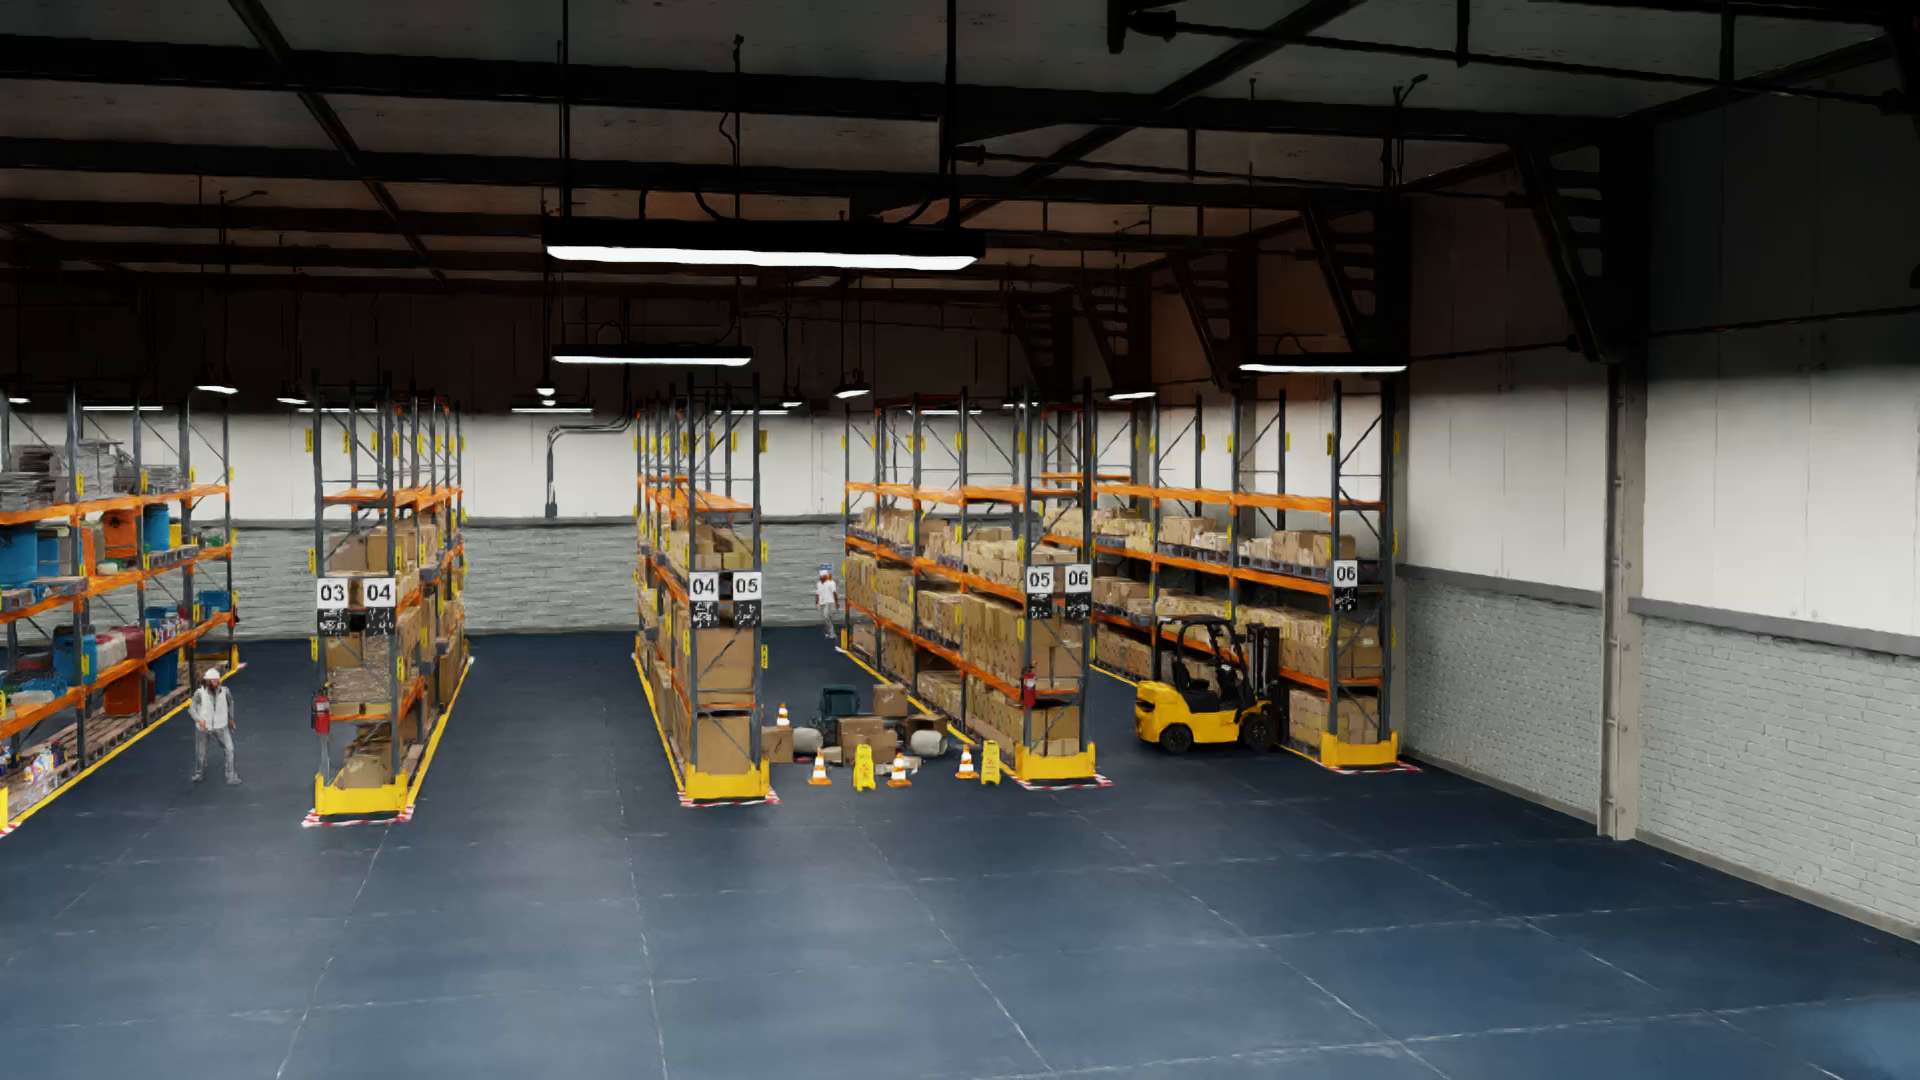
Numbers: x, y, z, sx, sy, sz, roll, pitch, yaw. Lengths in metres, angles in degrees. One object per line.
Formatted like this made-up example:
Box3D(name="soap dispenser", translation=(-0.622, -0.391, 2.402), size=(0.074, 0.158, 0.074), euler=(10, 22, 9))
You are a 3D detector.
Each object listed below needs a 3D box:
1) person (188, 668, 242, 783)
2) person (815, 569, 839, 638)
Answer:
Box3D(name="person", translation=(-11.006, 2.725, 24.509), size=(0.683, 1.713, 0.837), euler=(-2, 4, -30))
Box3D(name="person", translation=(-3.436, 1.630, 42.977), size=(0.667, 1.750, 0.498), euler=(3, 4, 41))
